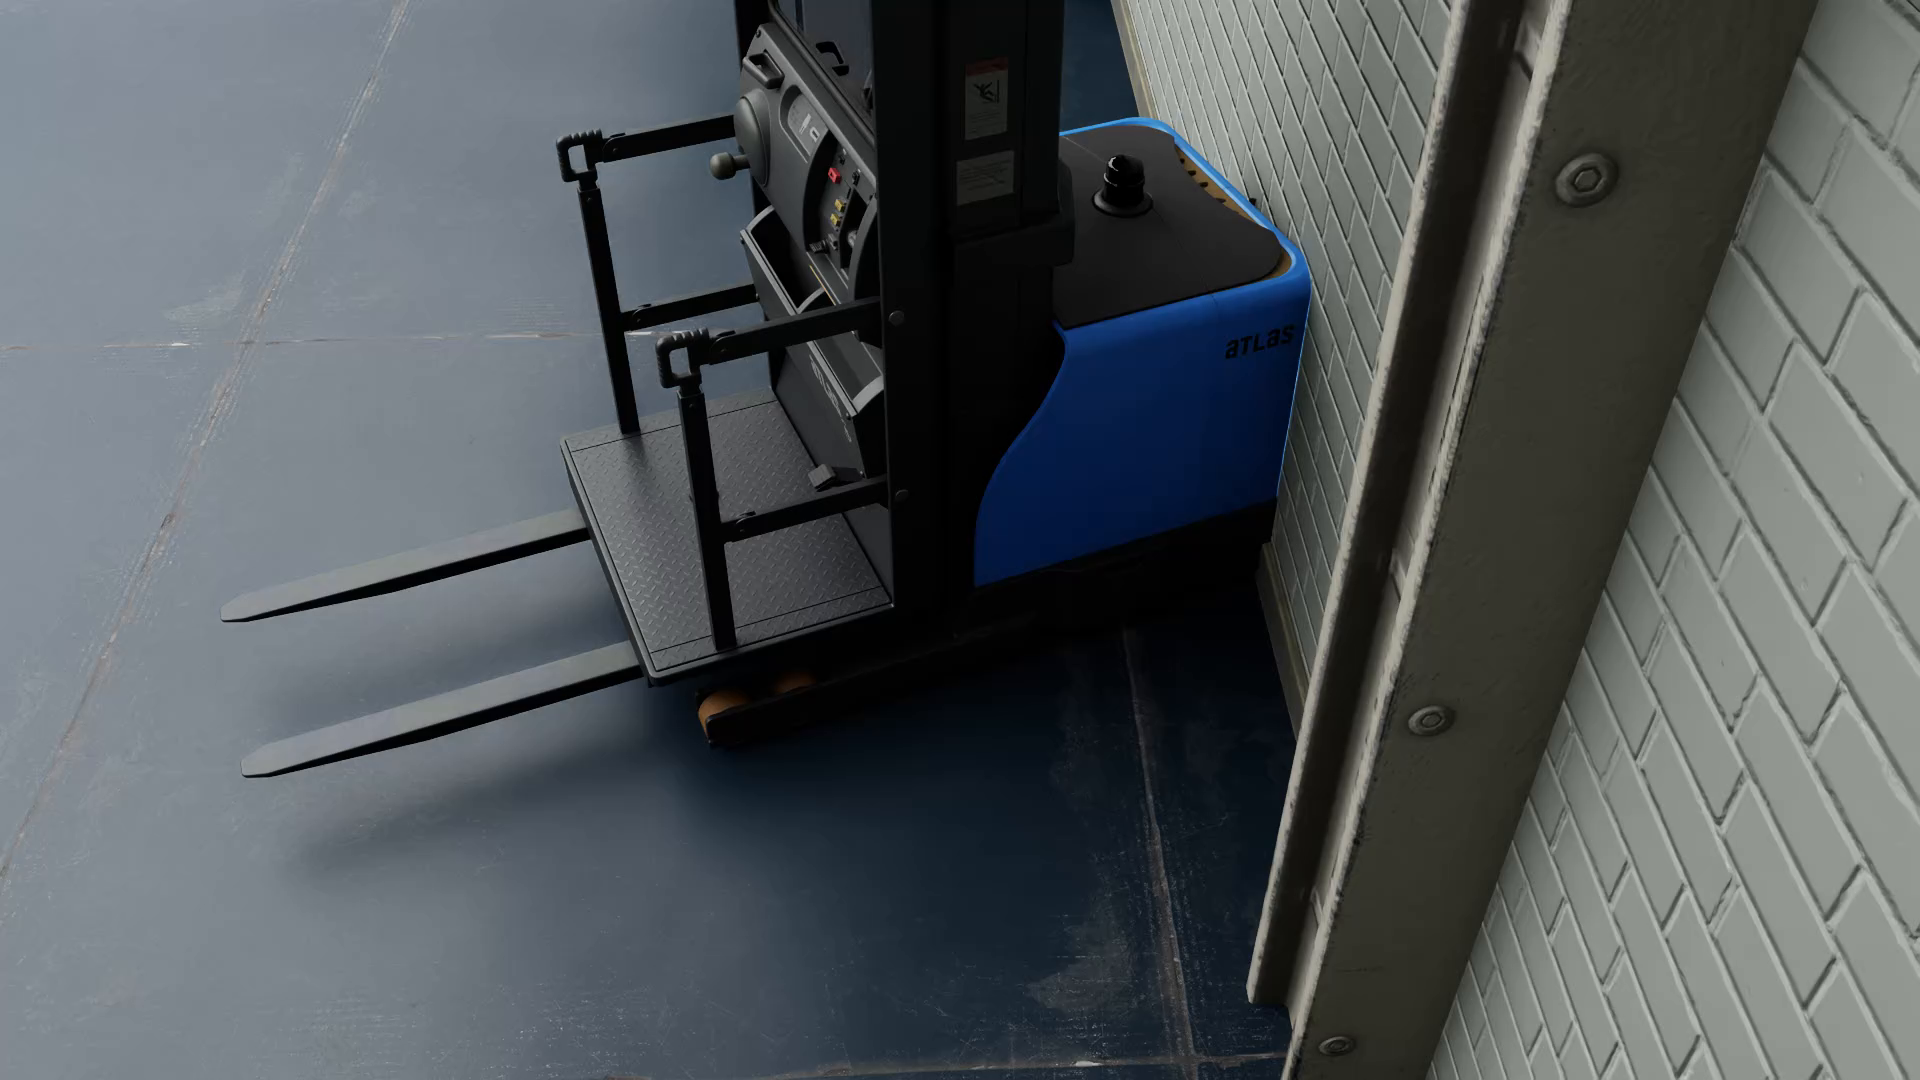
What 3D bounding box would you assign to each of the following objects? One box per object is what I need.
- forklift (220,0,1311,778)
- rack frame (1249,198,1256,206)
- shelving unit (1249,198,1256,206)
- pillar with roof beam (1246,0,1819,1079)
[{"bbox_3d":[-0.574,-0.916,4.080,3.031,2.935,1.130,-16,45,-17],"label":"forklift"},{"bbox_3d":[0.753,-0.717,5.374,0.240,0.900,0.006,3,42,-3],"label":"rack frame"},{"bbox_3d":[0.754,-0.648,5.299,0.258,0.900,0.210,3,42,-3],"label":"shelving unit"},{"bbox_3d":[-3.439,-1.980,0.750,9.100,9.000,0.400,-2,43,-2],"label":"pillar with roof beam"}]
